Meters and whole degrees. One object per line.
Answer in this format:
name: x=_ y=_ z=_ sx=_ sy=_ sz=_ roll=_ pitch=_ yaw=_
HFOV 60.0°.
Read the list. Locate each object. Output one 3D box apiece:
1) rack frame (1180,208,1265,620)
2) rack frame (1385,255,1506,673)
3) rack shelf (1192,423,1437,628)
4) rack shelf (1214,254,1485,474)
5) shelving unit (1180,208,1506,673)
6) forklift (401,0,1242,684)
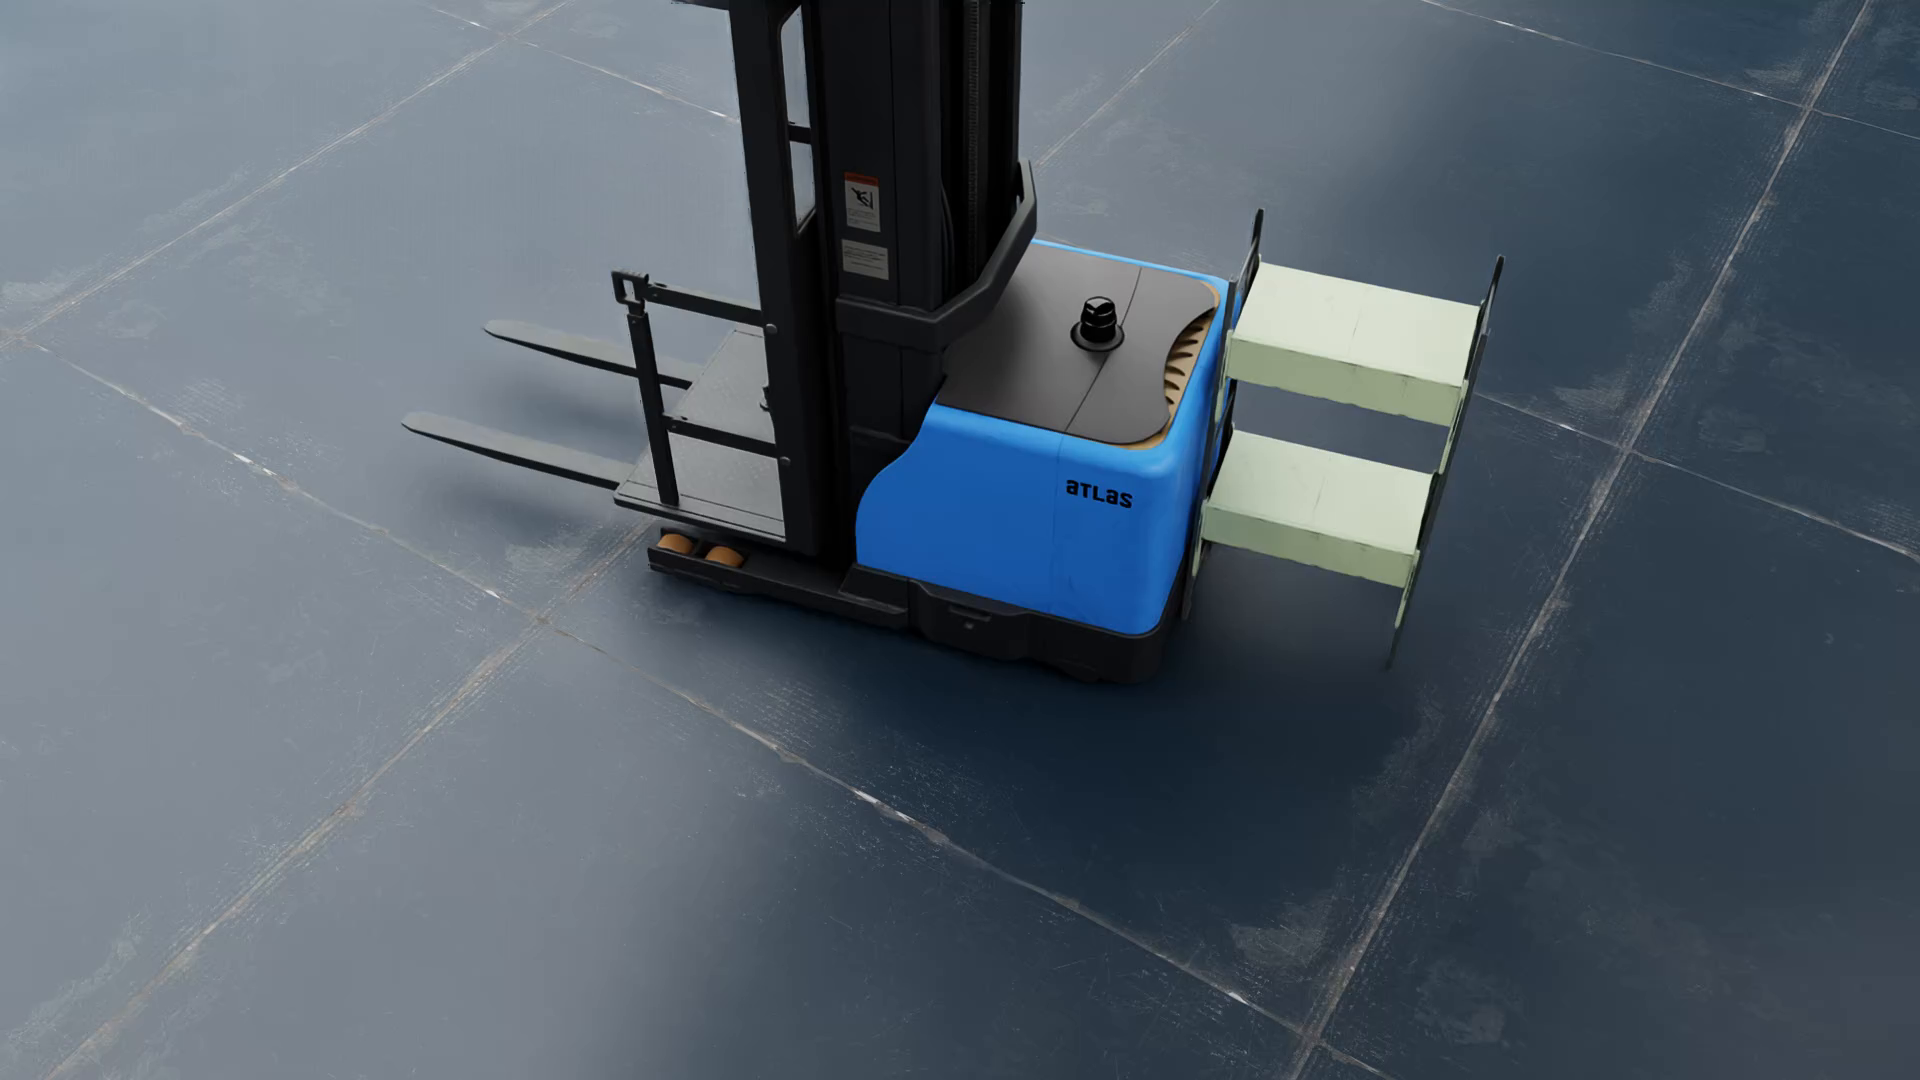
rack frame: x=0.870 y=-0.372 z=5.566 sx=0.023 sy=1.500 sz=0.400 roll=14 pitch=48 yaw=14
rack frame: x=1.559 y=-0.196 z=5.395 sx=0.023 sy=1.500 sz=0.400 roll=14 pitch=48 yaw=14
rack shelf: x=1.215 y=-0.057 z=5.714 sx=0.720 sy=0.370 sz=0.431 roll=14 pitch=48 yaw=14
rack shelf: x=1.215 y=-0.556 z=5.201 sx=0.720 sy=0.370 sz=0.431 roll=14 pitch=48 yaw=14
shelving unit: x=1.215 y=-0.284 z=5.480 sx=0.755 sy=1.500 sz=0.431 roll=14 pitch=48 yaw=14
forklift: x=-0.610 y=-1.177 z=5.350 sx=3.031 sy=2.935 sz=1.130 roll=14 pitch=48 yaw=14
